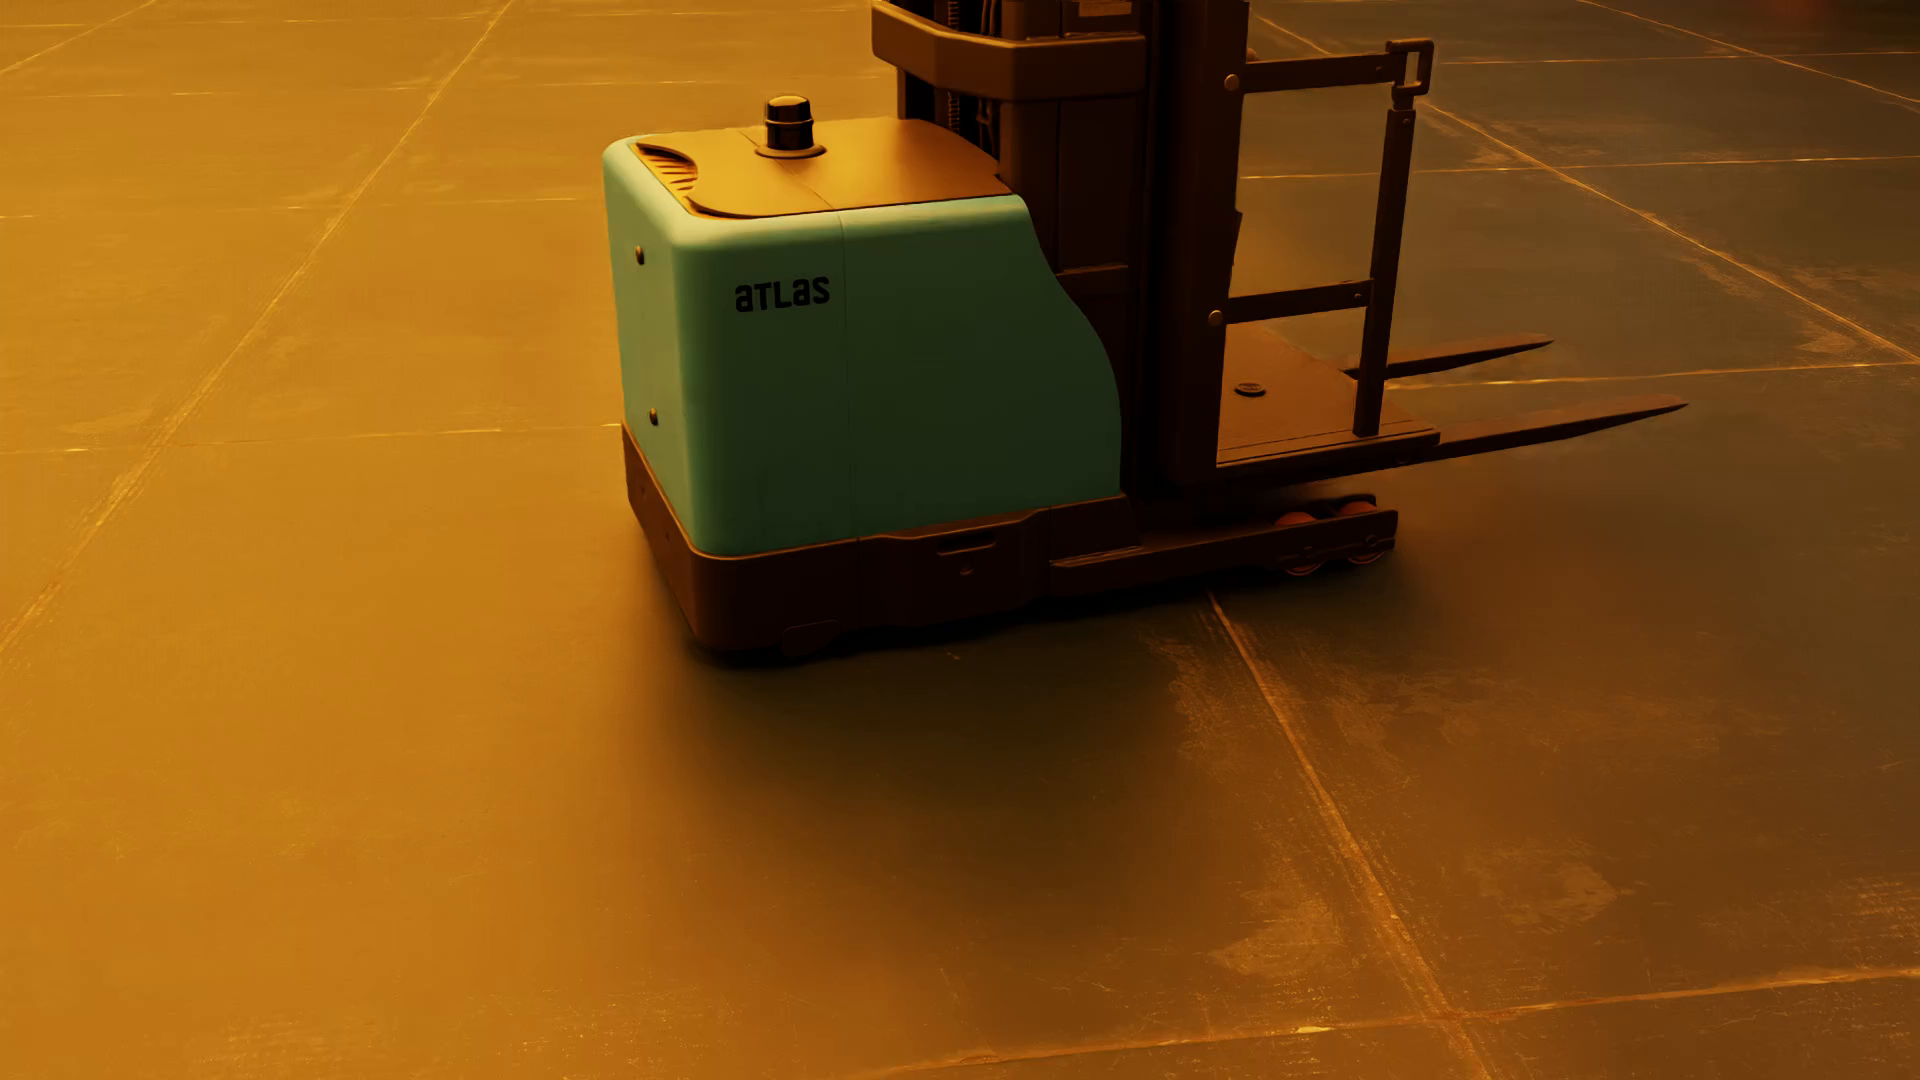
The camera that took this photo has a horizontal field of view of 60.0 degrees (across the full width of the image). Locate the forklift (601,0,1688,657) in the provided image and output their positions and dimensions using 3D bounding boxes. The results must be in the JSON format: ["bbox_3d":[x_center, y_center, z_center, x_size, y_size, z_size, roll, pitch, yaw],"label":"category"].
[{"bbox_3d":[0.635,-1.429,4.196,3.031,2.935,1.130,-9,27,-19],"label":"forklift"}]
